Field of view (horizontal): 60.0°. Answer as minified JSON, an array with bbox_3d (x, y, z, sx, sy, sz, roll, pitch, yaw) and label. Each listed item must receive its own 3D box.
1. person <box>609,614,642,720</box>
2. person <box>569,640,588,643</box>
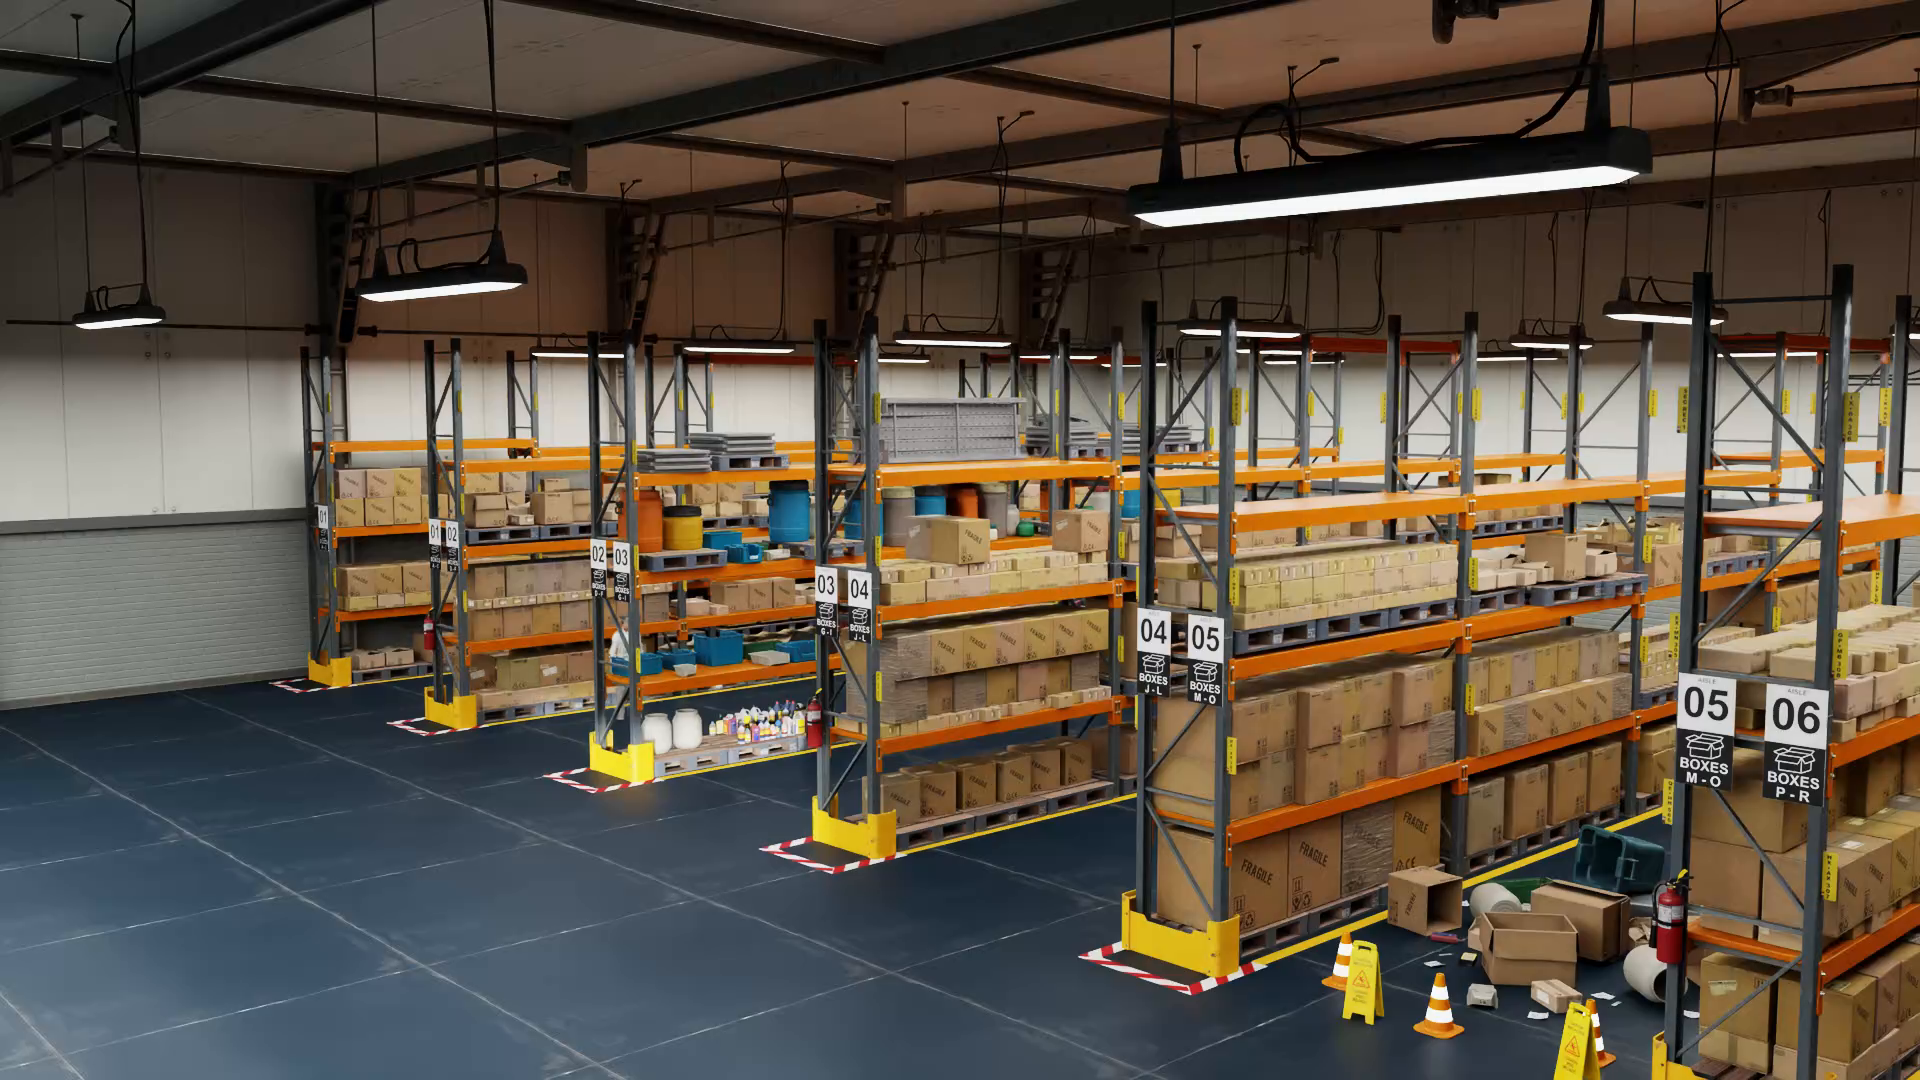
[{"bbox_3d":[-5.315,2.040,26.471,0.572,1.756,0.337,-3,6,-29],"label":"person"},{"bbox_3d":[-6.790,1.803,29.554,0.500,1.650,0.349,-2,5,-20],"label":"person"}]
